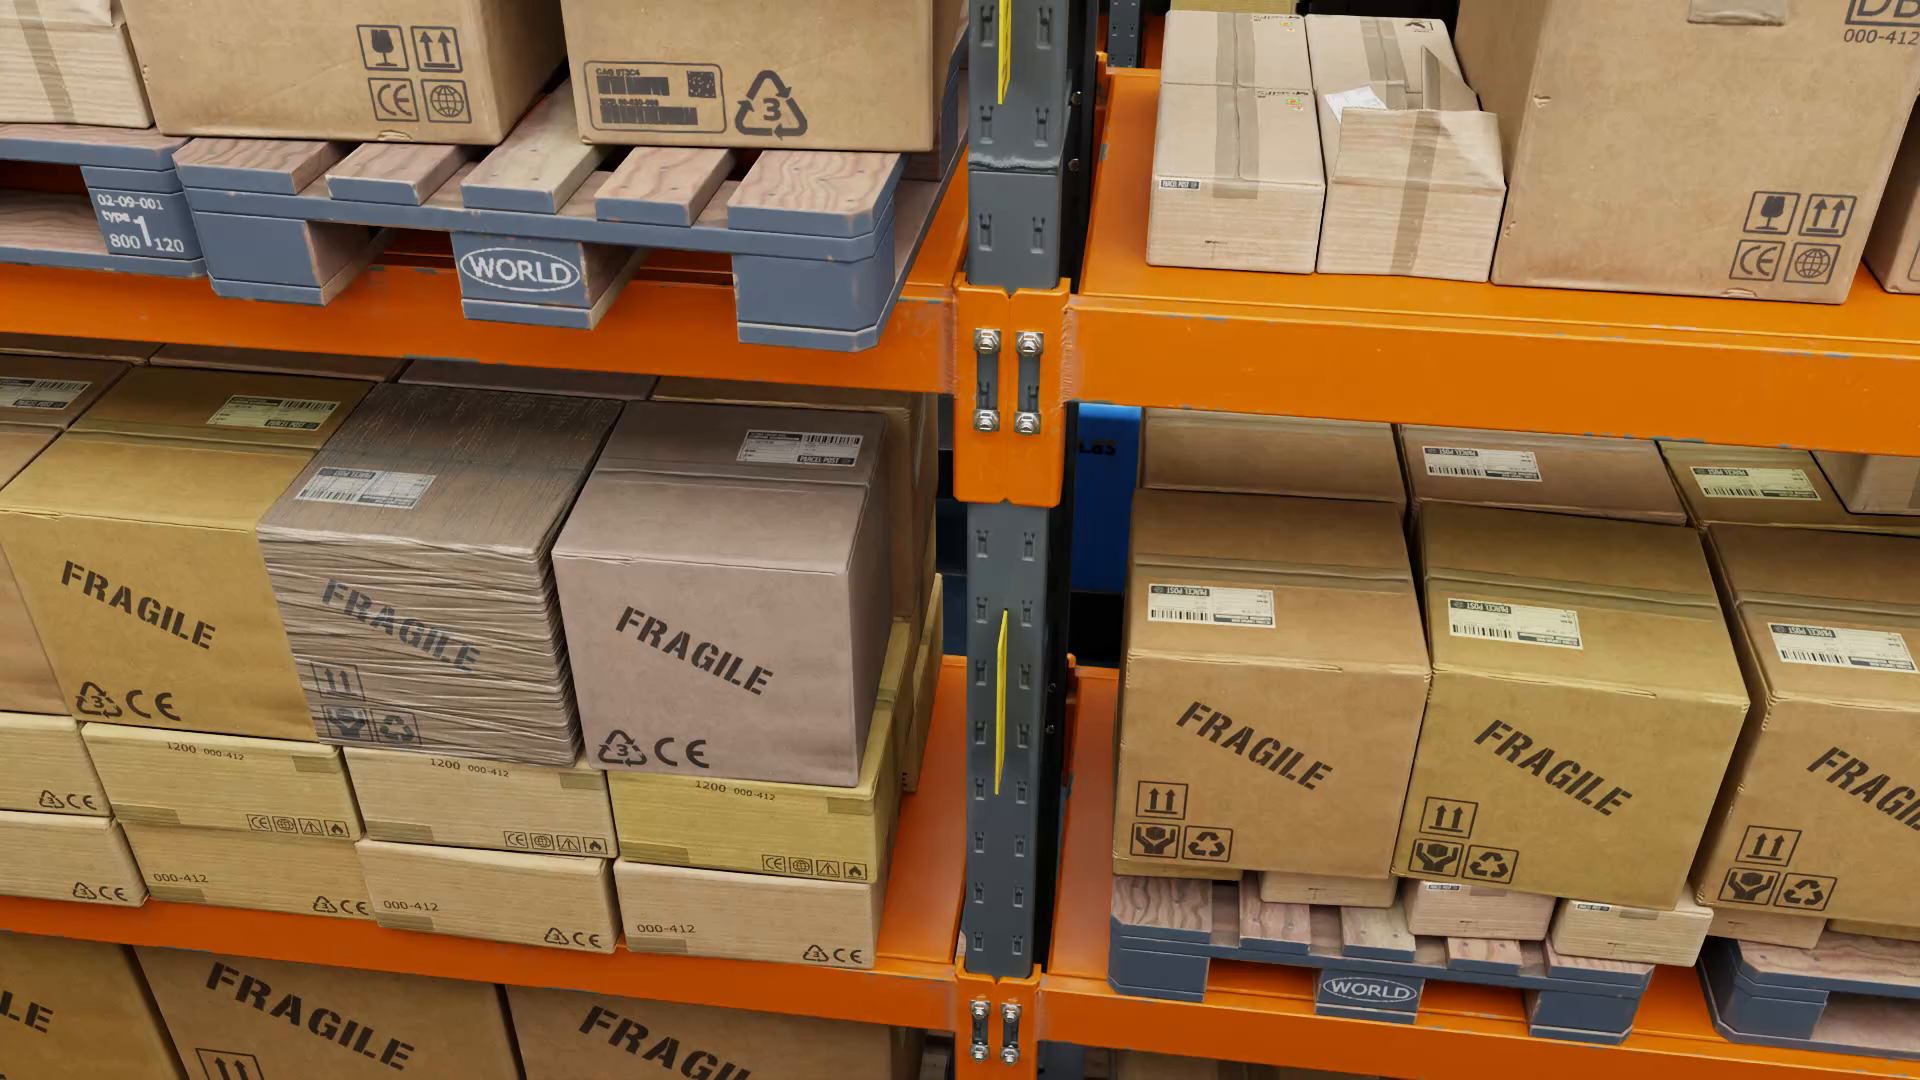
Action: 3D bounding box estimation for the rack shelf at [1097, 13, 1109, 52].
[{"bbox_3d":[-1.219,-2.289,7.994,4.000,0.370,1.077,4,36,6],"label":"rack shelf"}]

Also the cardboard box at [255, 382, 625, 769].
[{"bbox_3d":[-0.920,0.058,3.140,0.500,0.500,0.500,5,36,7],"label":"cardboard box"}]

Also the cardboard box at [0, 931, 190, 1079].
[{"bbox_3d":[-2.309,0.887,4.393,0.875,0.875,0.875,5,36,7],"label":"cardboard box"}]

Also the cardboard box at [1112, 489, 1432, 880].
[{"bbox_3d":[0.553,0.261,3.099,0.500,0.500,0.500,3,36,5],"label":"cardboard box"}]

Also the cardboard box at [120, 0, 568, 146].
[{"bbox_3d":[-0.870,-0.970,2.497,0.500,0.500,0.700,3,36,4],"label":"cardboard box"}]

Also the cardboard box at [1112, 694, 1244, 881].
[{"bbox_3d":[0.435,0.489,3.337,0.250,0.149,0.380,2,36,3],"label":"cardboard box"}]

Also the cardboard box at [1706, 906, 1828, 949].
[{"bbox_3d":[1.496,0.581,3.208,0.250,0.149,0.380,6,36,9],"label":"cardboard box"}]

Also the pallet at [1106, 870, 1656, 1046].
[{"bbox_3d":[0.857,0.496,3.638,1.003,0.211,1.213,4,36,6],"label":"pallet"}]

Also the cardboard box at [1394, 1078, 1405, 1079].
[{"bbox_3d":[1.428,1.423,4.075,0.625,0.372,0.950,4,36,5],"label":"cardboard box"}]

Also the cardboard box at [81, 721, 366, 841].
[{"bbox_3d":[-1.396,0.333,3.400,0.500,0.250,0.500,3,36,5],"label":"cardboard box"}]

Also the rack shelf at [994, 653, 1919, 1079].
[{"bbox_3d":[2.120,0.867,3.572,4.000,0.370,1.077,4,36,6],"label":"rack shelf"}]

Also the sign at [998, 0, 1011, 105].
[{"bbox_3d":[0.058,-0.718,2.078,0.005,0.325,0.100,4,36,6],"label":"sign"}]

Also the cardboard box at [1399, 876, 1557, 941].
[{"bbox_3d":[0.977,0.576,3.215,0.250,0.149,0.380,2,36,3],"label":"cardboard box"}]

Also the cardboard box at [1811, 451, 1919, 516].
[{"bbox_3d":[1.795,-0.212,3.202,0.250,0.149,0.380,3,36,4],"label":"cardboard box"}]

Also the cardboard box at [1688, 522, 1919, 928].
[{"bbox_3d":[1.599,0.330,3.001,0.500,0.500,0.500,5,36,7],"label":"cardboard box"}]

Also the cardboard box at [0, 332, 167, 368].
[{"bbox_3d":[-1.826,-0.316,3.664,0.500,0.500,0.500,5,36,7],"label":"cardboard box"}]

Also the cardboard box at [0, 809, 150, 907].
[{"bbox_3d":[-1.914,0.503,3.592,0.500,0.250,0.500,4,36,5],"label":"cardboard box"}]

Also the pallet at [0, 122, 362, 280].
[{"bbox_3d":[-1.619,-0.816,2.891,1.213,0.211,1.003,6,36,8],"label":"pallet"}]

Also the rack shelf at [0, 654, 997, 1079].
[{"bbox_3d":[-1.847,0.571,3.986,4.000,0.370,1.077,4,36,6],"label":"rack shelf"}]

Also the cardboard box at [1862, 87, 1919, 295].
[{"bbox_3d":[1.653,-0.740,2.534,0.637,0.503,0.797,4,36,6],"label":"cardboard box"}]

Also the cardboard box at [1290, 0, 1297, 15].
[{"bbox_3d":[1.670,-2.365,7.180,0.500,0.250,0.500,5,36,7],"label":"cardboard box"}]

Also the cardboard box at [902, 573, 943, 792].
[{"bbox_3d":[-0.317,0.307,3.868,0.500,0.250,0.500,4,36,5],"label":"cardboard box"}]

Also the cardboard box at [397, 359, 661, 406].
[{"bbox_3d":[-0.815,-0.230,3.543,0.500,0.500,0.500,4,36,6],"label":"cardboard box"}]

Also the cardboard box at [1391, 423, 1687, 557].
[{"bbox_3d":[1.137,-0.001,3.465,0.500,0.500,0.500,4,36,5],"label":"cardboard box"}]

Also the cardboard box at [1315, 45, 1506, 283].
[{"bbox_3d":[0.680,-0.599,2.541,0.258,0.266,0.396,4,36,6],"label":"cardboard box"}]

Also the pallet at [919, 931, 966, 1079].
[{"bbox_3d":[-0.636,1.460,4.523,1.213,0.211,1.003,4,36,6],"label":"pallet"}]

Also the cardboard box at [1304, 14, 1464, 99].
[{"bbox_3d":[0.723,-0.776,2.889,0.250,0.149,0.380,4,36,6],"label":"cardboard box"}]

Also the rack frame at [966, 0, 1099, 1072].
[{"bbox_3d":[0.136,0.427,3.570,0.127,3.000,1.000,4,36,6],"label":"rack frame"}]

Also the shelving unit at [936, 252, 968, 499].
[{"bbox_3d":[-0.164,-0.867,6.157,0.503,2.100,0.431,4,36,6],"label":"shelving unit"}]

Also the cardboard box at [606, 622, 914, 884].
[{"bbox_3d":[-0.376,0.395,3.314,0.500,0.250,0.500,4,36,6],"label":"cardboard box"}]

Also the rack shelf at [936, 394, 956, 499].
[{"bbox_3d":[-0.164,-0.286,6.572,0.480,0.518,0.431,4,36,6],"label":"rack shelf"}]

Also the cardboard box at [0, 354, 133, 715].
[{"bbox_3d":[-1.912,-0.024,3.255,0.500,0.500,0.500,4,36,5],"label":"cardboard box"}]

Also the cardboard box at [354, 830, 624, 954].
[{"bbox_3d":[-0.907,0.571,3.497,0.500,0.250,0.500,5,36,7],"label":"cardboard box"}]

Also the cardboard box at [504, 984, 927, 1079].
[{"bbox_3d":[-0.538,1.022,4.204,0.875,0.875,0.875,4,36,6],"label":"cardboard box"}]

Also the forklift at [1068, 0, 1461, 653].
[{"bbox_3d":[1.767,-0.949,5.557,3.031,2.935,1.130,5,36,7],"label":"forklift"}]
